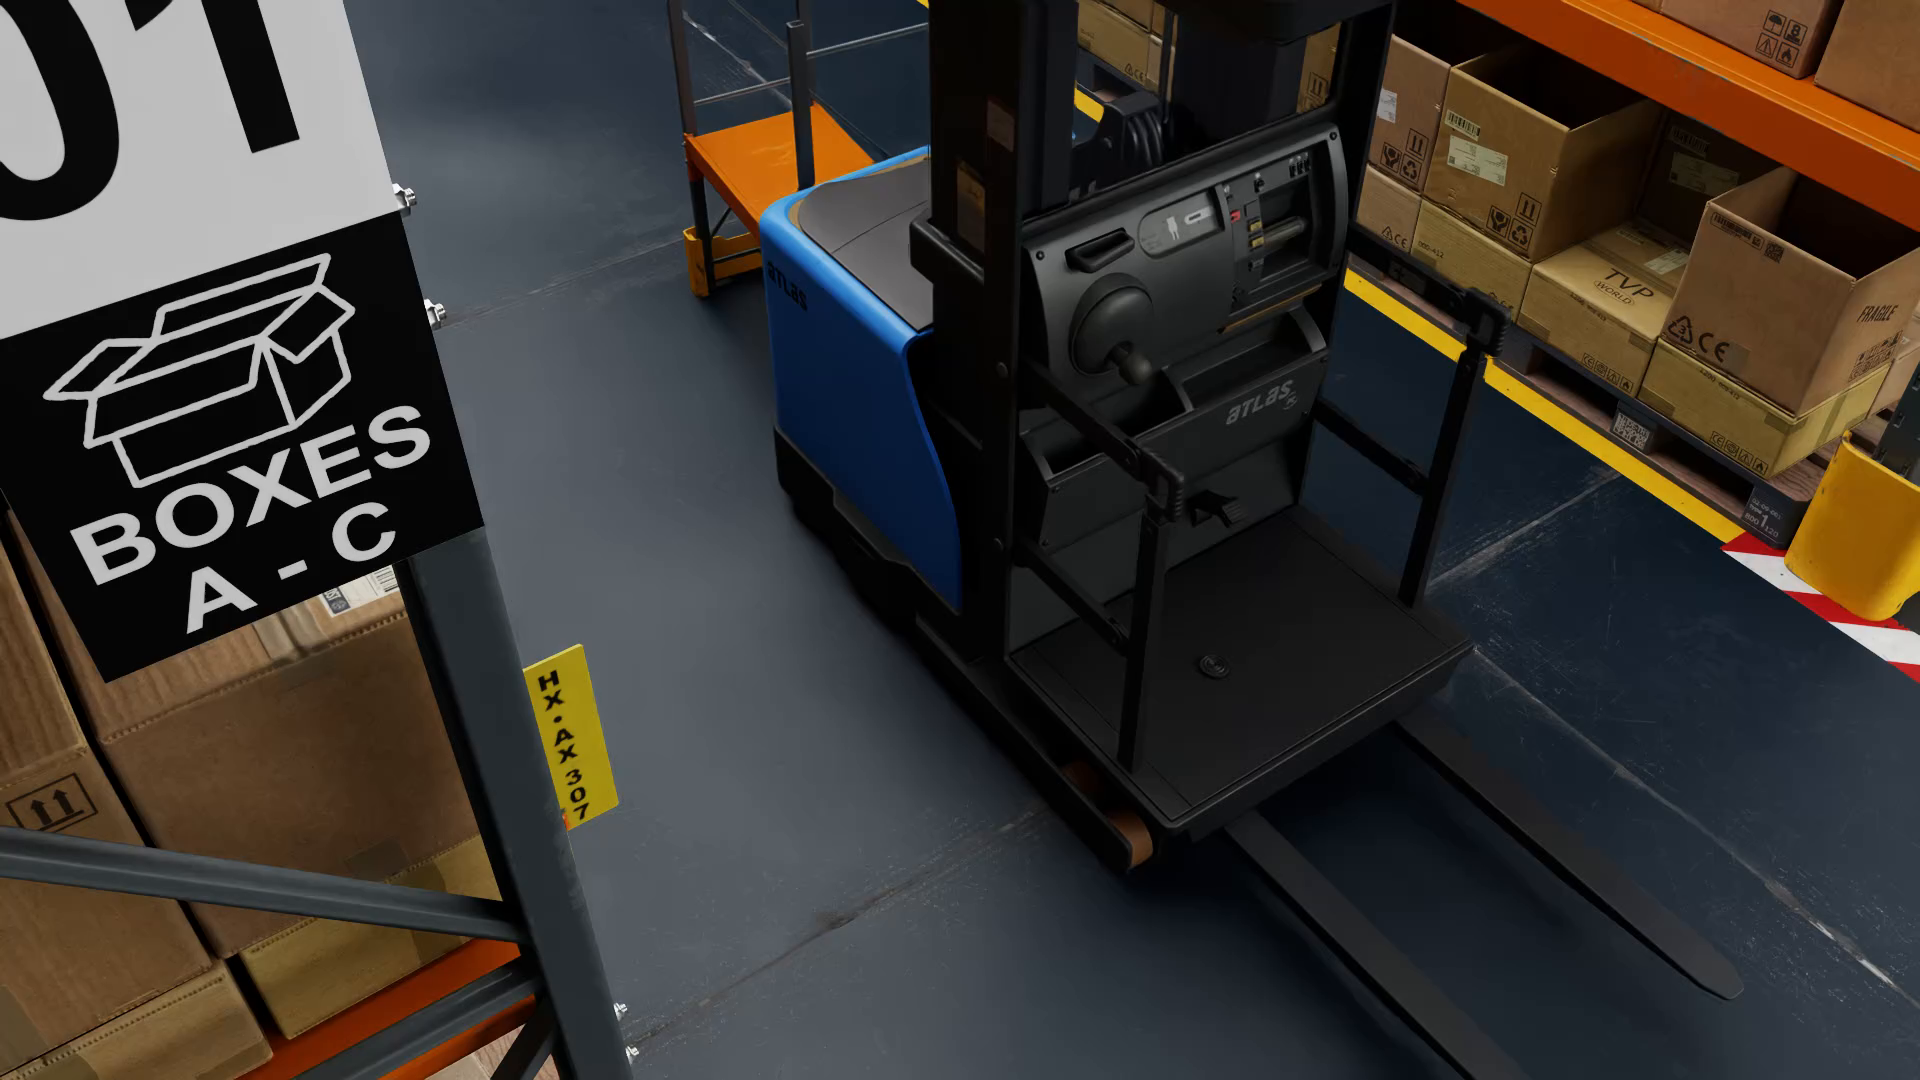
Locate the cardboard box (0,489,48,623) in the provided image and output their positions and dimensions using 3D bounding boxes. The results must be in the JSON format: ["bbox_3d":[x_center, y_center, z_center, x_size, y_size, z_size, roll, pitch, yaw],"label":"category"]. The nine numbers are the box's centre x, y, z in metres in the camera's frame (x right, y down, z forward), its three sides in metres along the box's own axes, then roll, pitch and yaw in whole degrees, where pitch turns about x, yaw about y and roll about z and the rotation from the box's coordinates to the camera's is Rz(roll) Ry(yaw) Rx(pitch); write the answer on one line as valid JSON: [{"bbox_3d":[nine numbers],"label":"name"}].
[{"bbox_3d":[-1.683,0.099,2.526,0.500,0.500,0.500,-25,49,-24],"label":"cardboard box"}]

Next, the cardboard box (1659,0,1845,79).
[{"bbox_3d":[2.541,-1.765,4.855,0.700,0.500,0.500,-24,49,-23],"label":"cardboard box"}]

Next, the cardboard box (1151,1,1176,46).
[{"bbox_3d":[1.115,-2.192,6.518,0.500,0.500,0.500,-26,49,-24],"label":"cardboard box"}]

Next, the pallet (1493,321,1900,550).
[{"bbox_3d":[2.630,-0.572,5.696,1.003,0.211,1.213,-26,49,-24],"label":"pallet"}]

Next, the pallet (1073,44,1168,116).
[{"bbox_3d":[1.234,-1.954,7.144,1.003,0.211,1.213,-26,49,-24],"label":"pallet"}]

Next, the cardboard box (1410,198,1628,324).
[{"bbox_3d":[1.969,-1.069,5.885,0.500,0.250,0.500,-26,49,-24],"label":"cardboard box"}]

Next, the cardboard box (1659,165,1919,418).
[{"bbox_3d":[2.551,-0.779,5.038,0.500,0.500,0.500,-26,49,-24],"label":"cardboard box"}]

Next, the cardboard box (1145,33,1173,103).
[{"bbox_3d":[1.112,-1.919,6.775,0.500,0.250,0.500,-26,49,-24],"label":"cardboard box"}]

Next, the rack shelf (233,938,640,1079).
[{"bbox_3d":[-2.103,-0.078,3.680,1.077,0.370,4.000,-26,49,-24],"label":"rack shelf"}]

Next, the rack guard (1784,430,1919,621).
[{"bbox_3d":[3.116,-0.246,5.146,1.175,0.500,0.348,-26,49,-24],"label":"rack guard"}]

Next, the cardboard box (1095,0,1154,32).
[{"bbox_3d":[0.822,-2.472,6.811,0.500,0.500,0.500,-26,49,-24],"label":"cardboard box"}]

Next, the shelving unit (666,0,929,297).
[{"bbox_3d":[-0.500,-1.263,5.487,0.587,1.500,1.083,-21,47,-20],"label":"shelving unit"}]

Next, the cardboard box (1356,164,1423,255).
[{"bbox_3d":[1.685,-1.353,6.182,0.500,0.250,0.500,-26,49,-24],"label":"cardboard box"}]

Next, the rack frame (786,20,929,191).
[{"bbox_3d":[-0.252,-0.950,5.159,0.500,1.500,0.032,-21,47,-20],"label":"rack frame"}]

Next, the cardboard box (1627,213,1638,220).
[{"bbox_3d":[2.403,-1.278,6.104,0.500,0.250,0.500,-26,49,-24],"label":"cardboard box"}]

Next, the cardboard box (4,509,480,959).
[{"bbox_3d":[-0.986,0.181,2.439,0.500,0.500,0.500,-26,49,-24],"label":"cardboard box"}]

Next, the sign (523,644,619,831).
[{"bbox_3d":[-0.514,0.267,2.171,0.100,0.325,0.005,-26,49,-24],"label":"sign"}]

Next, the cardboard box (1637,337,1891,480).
[{"bbox_3d":[2.553,-0.509,5.298,0.500,0.250,0.500,-26,49,-24],"label":"cardboard box"}]

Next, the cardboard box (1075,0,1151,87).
[{"bbox_3d":[0.830,-2.205,7.074,0.500,0.250,0.500,-26,49,-24],"label":"cardboard box"}]

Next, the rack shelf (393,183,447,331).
[{"bbox_3d":[-2.103,-1.163,2.644,1.077,0.370,4.000,-26,49,-24],"label":"rack shelf"}]

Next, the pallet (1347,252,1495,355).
[{"bbox_3d":[1.936,-1.263,6.420,1.003,0.211,1.213,-26,49,-24],"label":"pallet"}]

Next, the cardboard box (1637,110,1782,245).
[{"bbox_3d":[2.690,-1.267,5.549,0.500,0.500,0.500,-26,49,-24],"label":"cardboard box"}]

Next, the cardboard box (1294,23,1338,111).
[{"bbox_3d":[1.394,-1.906,6.218,0.500,0.500,0.500,-26,49,-24],"label":"cardboard box"}]

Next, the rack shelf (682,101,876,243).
[{"bbox_3d":[-0.496,-1.128,5.605,0.538,0.185,1.000,-21,47,-20],"label":"rack shelf"}]

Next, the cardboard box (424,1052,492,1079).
[{"bbox_3d":[-1.281,1.181,3.469,0.500,0.311,0.500,-31,52,-29],"label":"cardboard box"}]

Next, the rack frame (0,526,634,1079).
[{"bbox_3d":[-0.956,0.793,2.247,0.949,2.616,0.053,-26,49,-24],"label":"rack frame"}]

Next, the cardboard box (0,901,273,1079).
[{"bbox_3d":[-1.385,0.654,2.487,0.500,0.250,0.500,-25,49,-24],"label":"cardboard box"}]

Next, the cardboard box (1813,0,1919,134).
[{"bbox_3d":[2.845,-1.470,4.545,0.700,0.500,0.500,-26,49,-24],"label":"cardboard box"}]

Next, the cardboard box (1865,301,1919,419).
[{"bbox_3d":[2.978,-0.713,5.512,0.500,0.250,0.500,-26,49,-24],"label":"cardboard box"}]

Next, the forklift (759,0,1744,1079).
[{"bbox_3d":[0.672,-0.586,3.741,1.130,2.935,3.031,-26,49,-25],"label":"forklift"}]

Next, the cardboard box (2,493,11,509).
[{"bbox_3d":[-1.260,-0.102,2.736,0.500,0.500,0.500,-26,49,-24],"label":"cardboard box"}]

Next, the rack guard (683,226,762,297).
[{"bbox_3d":[-0.739,-1.113,6.235,0.587,0.250,0.087,-21,47,-20],"label":"rack guard"}]

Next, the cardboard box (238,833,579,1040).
[{"bbox_3d":[-0.978,0.440,2.711,0.500,0.250,0.500,-27,50,-26],"label":"cardboard box"}]

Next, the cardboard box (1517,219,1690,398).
[{"bbox_3d":[2.257,-0.787,5.589,0.500,0.250,0.500,-26,49,-24],"label":"cardboard box"}]

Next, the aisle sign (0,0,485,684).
[{"bbox_3d":[-0.672,-0.223,1.429,0.394,0.787,0.004,-26,49,-24],"label":"aisle sign"}]

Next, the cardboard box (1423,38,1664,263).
[{"bbox_3d":[1.967,-1.340,5.625,0.500,0.500,0.500,-26,49,-24],"label":"cardboard box"}]

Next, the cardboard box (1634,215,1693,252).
[{"bbox_3d":[2.689,-0.995,5.807,0.500,0.250,0.500,-26,49,-24],"label":"cardboard box"}]

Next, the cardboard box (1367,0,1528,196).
[{"bbox_3d":[1.682,-1.623,5.922,0.500,0.500,0.500,-26,49,-24],"label":"cardboard box"}]

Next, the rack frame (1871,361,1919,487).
[{"bbox_3d":[3.102,-1.164,4.297,1.000,3.000,0.127,-26,49,-24],"label":"rack frame"}]

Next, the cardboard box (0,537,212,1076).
[{"bbox_3d":[-1.403,0.388,2.223,0.500,0.500,0.500,-26,50,-25],"label":"cardboard box"}]

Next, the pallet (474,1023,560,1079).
[{"bbox_3d":[-1.438,1.286,3.750,1.003,0.211,1.213,-26,49,-24],"label":"pallet"}]

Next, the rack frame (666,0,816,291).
[{"bbox_3d":[-0.739,-1.566,5.804,0.500,1.500,0.032,-21,47,-20],"label":"rack frame"}]

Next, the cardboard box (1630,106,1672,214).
[{"bbox_3d":[2.393,-1.545,5.840,0.500,0.500,0.500,-26,49,-24],"label":"cardboard box"}]

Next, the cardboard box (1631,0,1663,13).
[{"bbox_3d":[2.262,-2.049,5.151,0.700,0.500,0.500,-25,49,-24],"label":"cardboard box"}]
